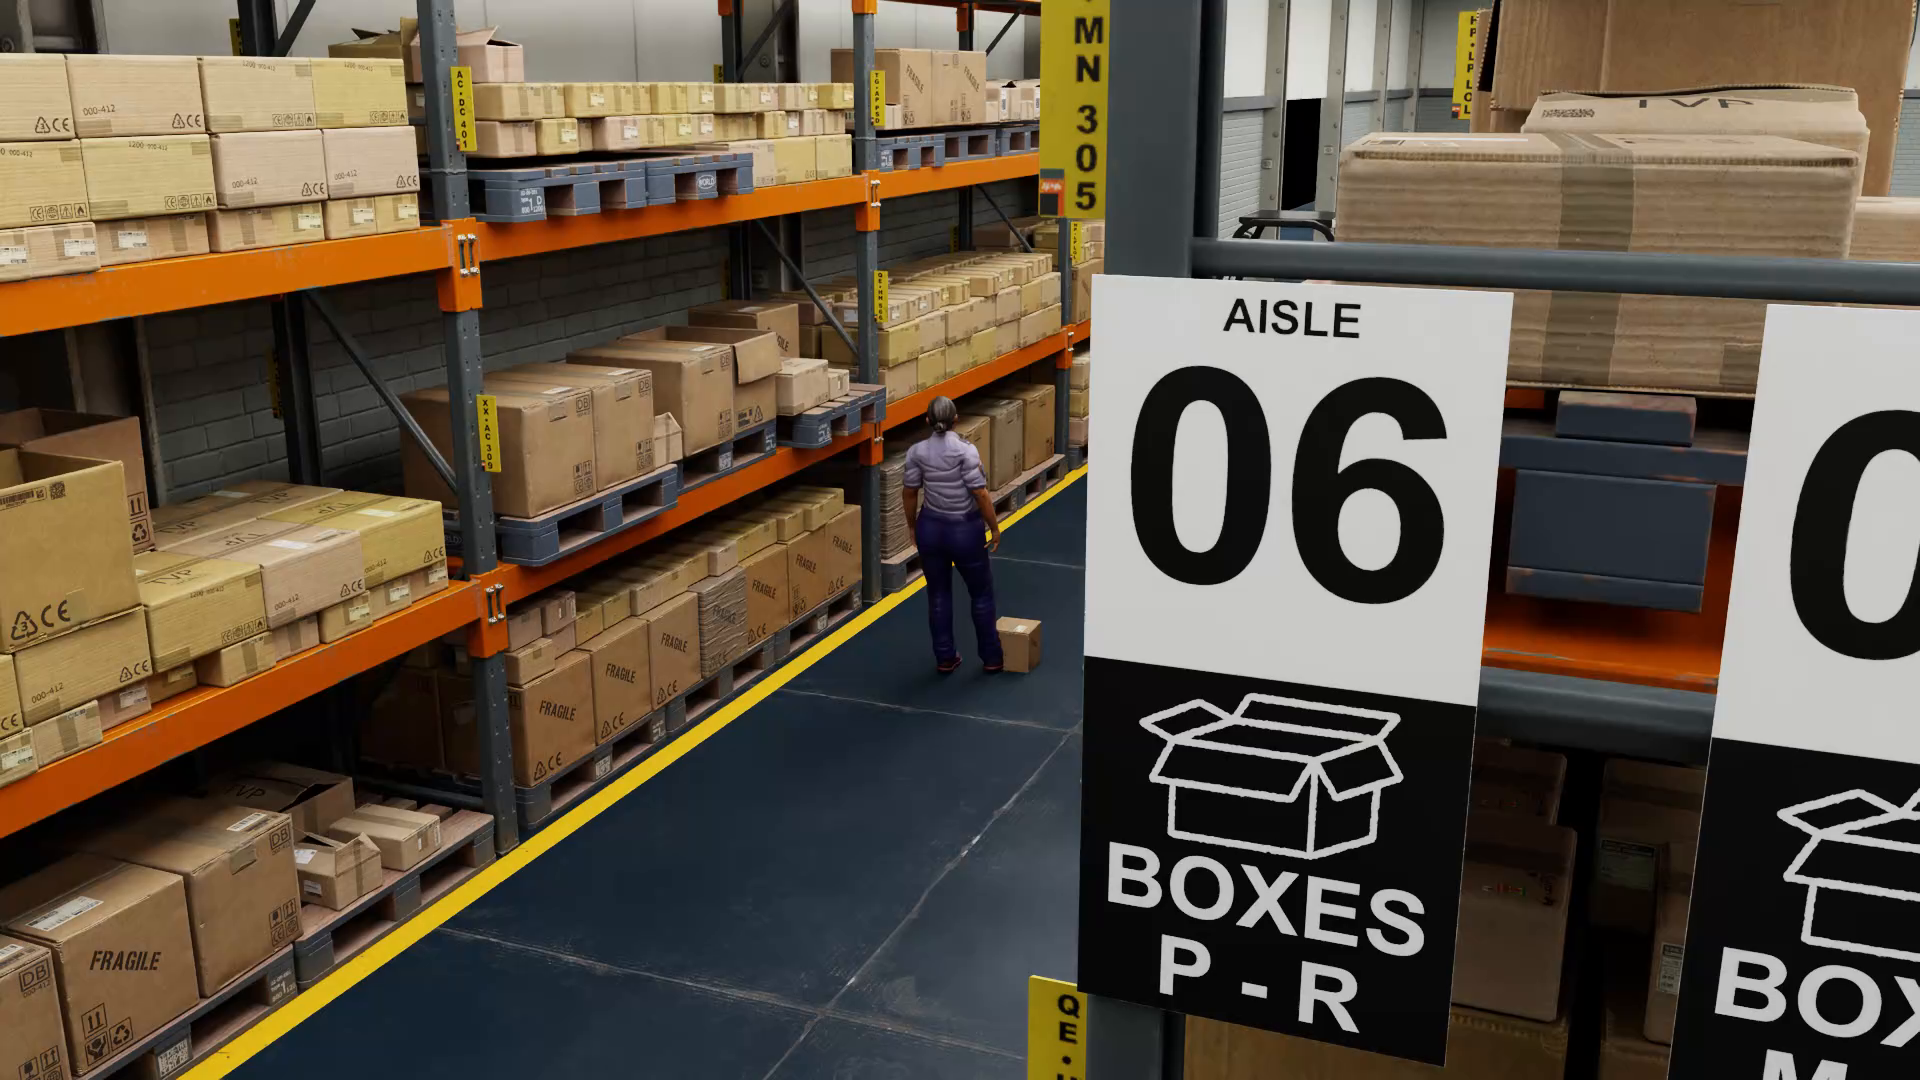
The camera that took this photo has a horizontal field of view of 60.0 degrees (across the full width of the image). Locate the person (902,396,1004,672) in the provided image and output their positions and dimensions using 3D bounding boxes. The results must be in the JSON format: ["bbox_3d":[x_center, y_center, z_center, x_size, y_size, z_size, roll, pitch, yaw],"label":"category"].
[{"bbox_3d":[-0.004,-0.041,9.661,0.598,1.651,0.504,6,17,21],"label":"person"}]
